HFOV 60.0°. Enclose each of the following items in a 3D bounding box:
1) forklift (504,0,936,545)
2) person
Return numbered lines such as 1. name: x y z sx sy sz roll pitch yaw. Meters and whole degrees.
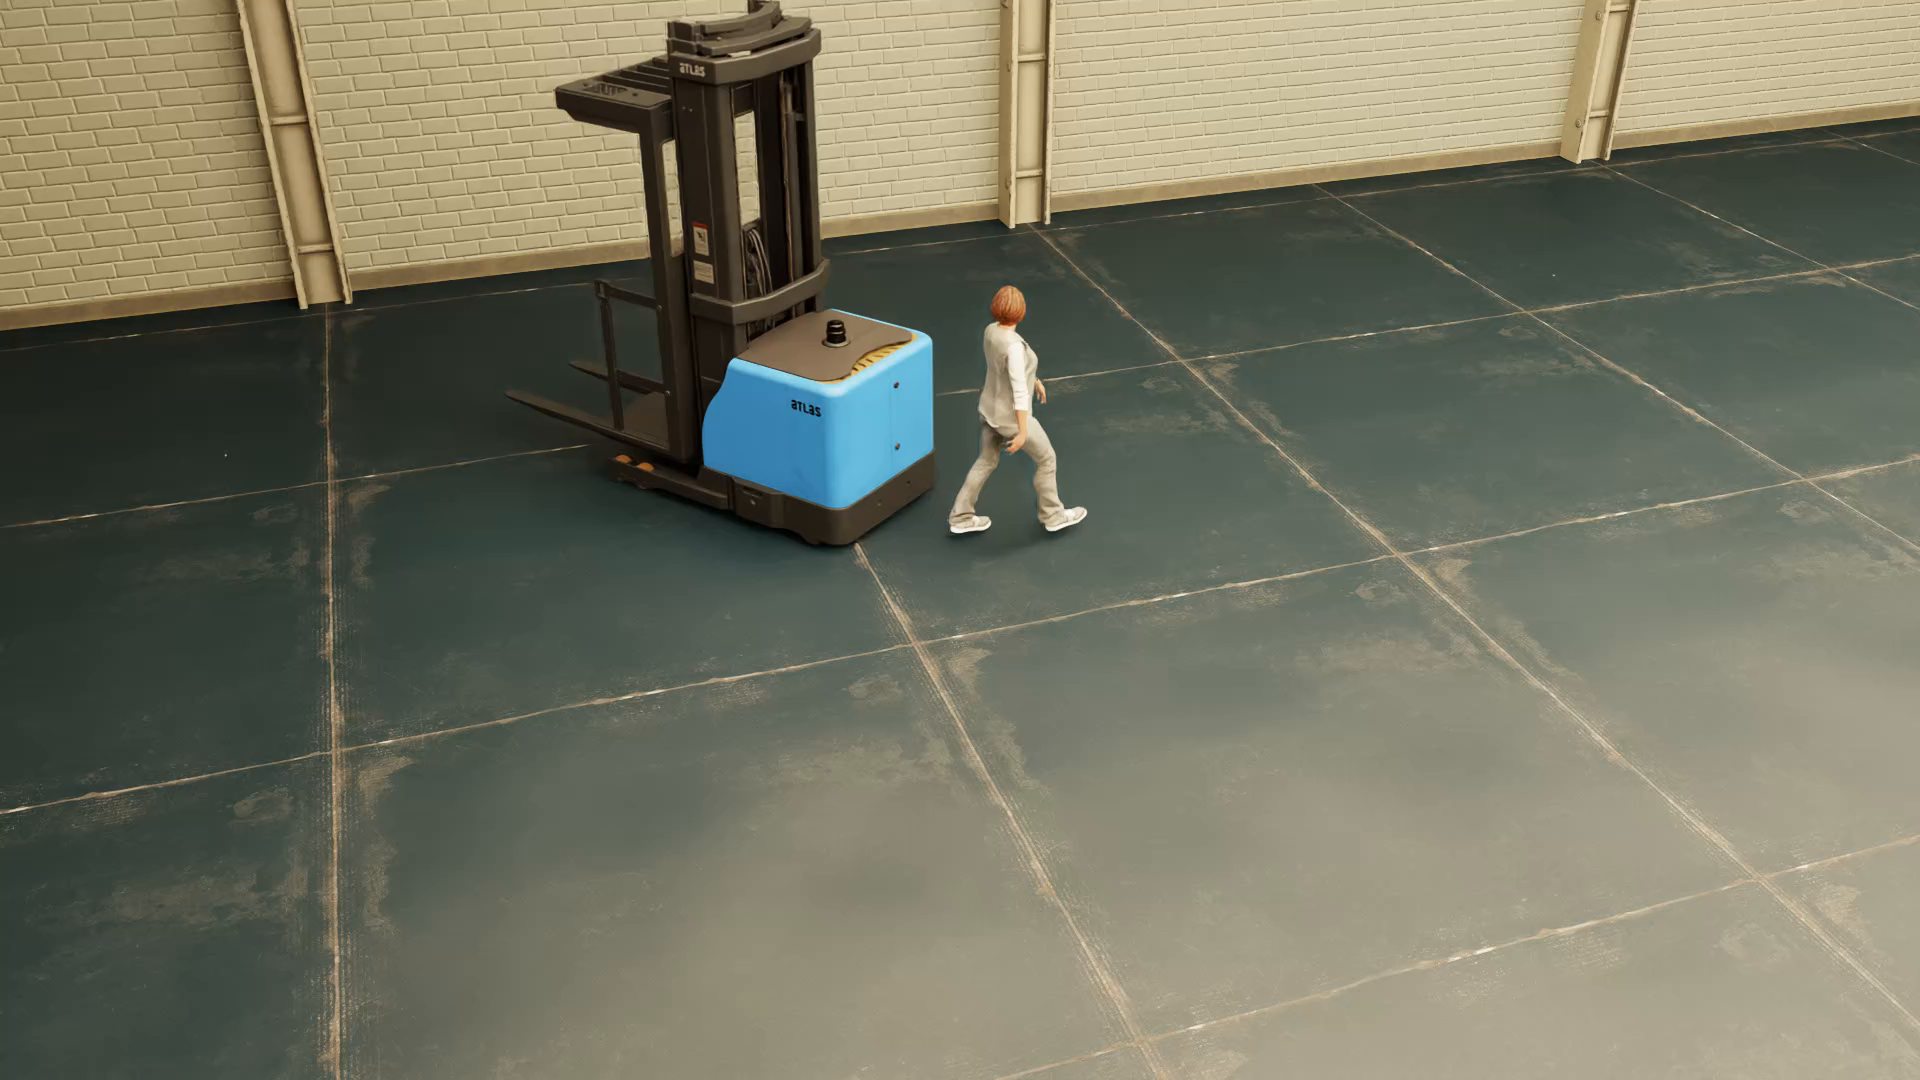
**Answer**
1. forklift: -1.661 -1.793 10.204 3.031 2.935 1.130 18 35 29
2. person: 0.349 -0.728 9.680 0.806 1.544 0.529 -15 33 -24
